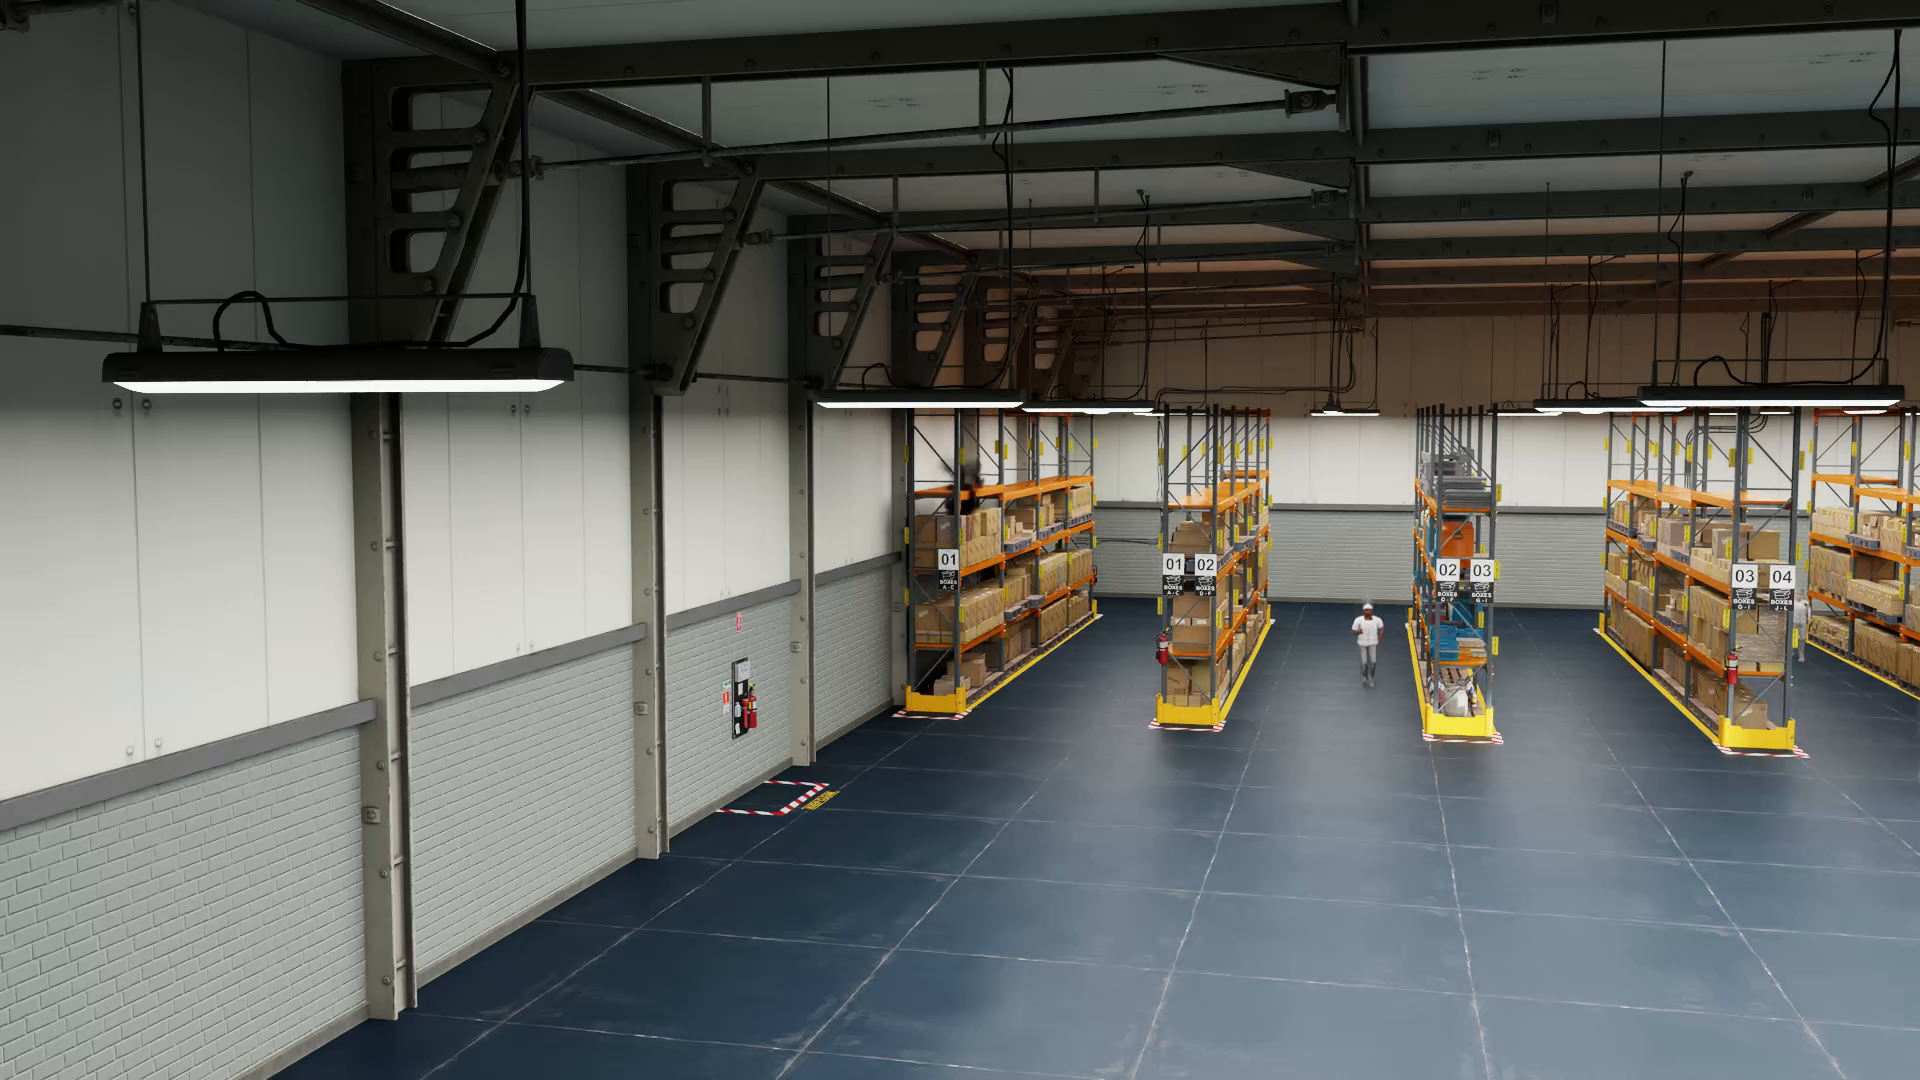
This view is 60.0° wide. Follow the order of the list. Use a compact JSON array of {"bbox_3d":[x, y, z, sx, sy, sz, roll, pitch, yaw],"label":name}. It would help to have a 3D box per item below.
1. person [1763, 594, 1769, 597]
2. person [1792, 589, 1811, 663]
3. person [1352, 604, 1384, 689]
[{"bbox_3d":[20.252,1.871,41.443,0.736,1.743,1.067,1,4,8],"label":"person"},{"bbox_3d":[19.902,2.000,39.486,0.624,1.714,0.923,1,4,14],"label":"person"},{"bbox_3d":[8.707,2.263,35.486,0.673,1.812,0.706,1,4,11],"label":"person"}]
